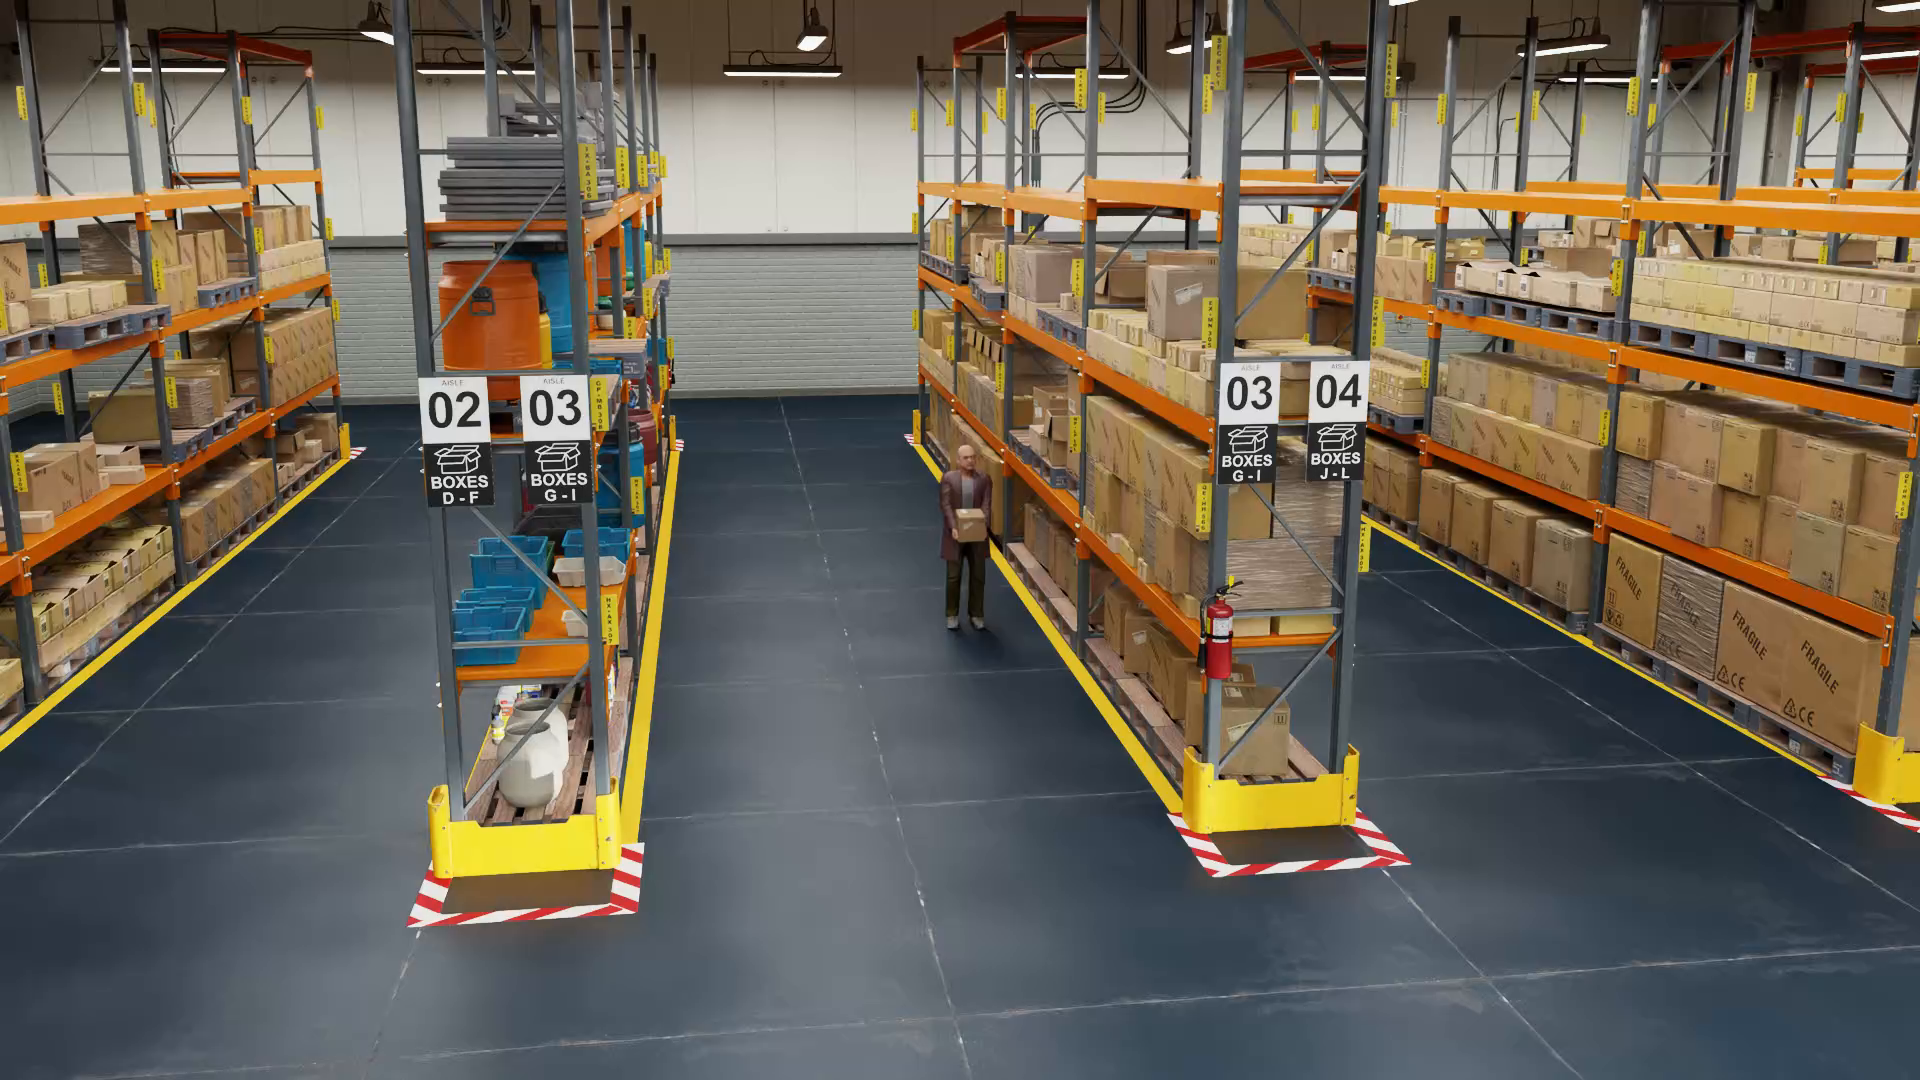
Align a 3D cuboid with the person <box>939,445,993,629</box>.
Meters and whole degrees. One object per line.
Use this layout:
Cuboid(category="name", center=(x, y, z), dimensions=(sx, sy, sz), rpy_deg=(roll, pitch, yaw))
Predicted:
Cuboid(category="person", center=(0.074, -0.016, 16.092), dimensions=(0.526, 1.778, 0.543), rpy_deg=(-2, 13, -8))
